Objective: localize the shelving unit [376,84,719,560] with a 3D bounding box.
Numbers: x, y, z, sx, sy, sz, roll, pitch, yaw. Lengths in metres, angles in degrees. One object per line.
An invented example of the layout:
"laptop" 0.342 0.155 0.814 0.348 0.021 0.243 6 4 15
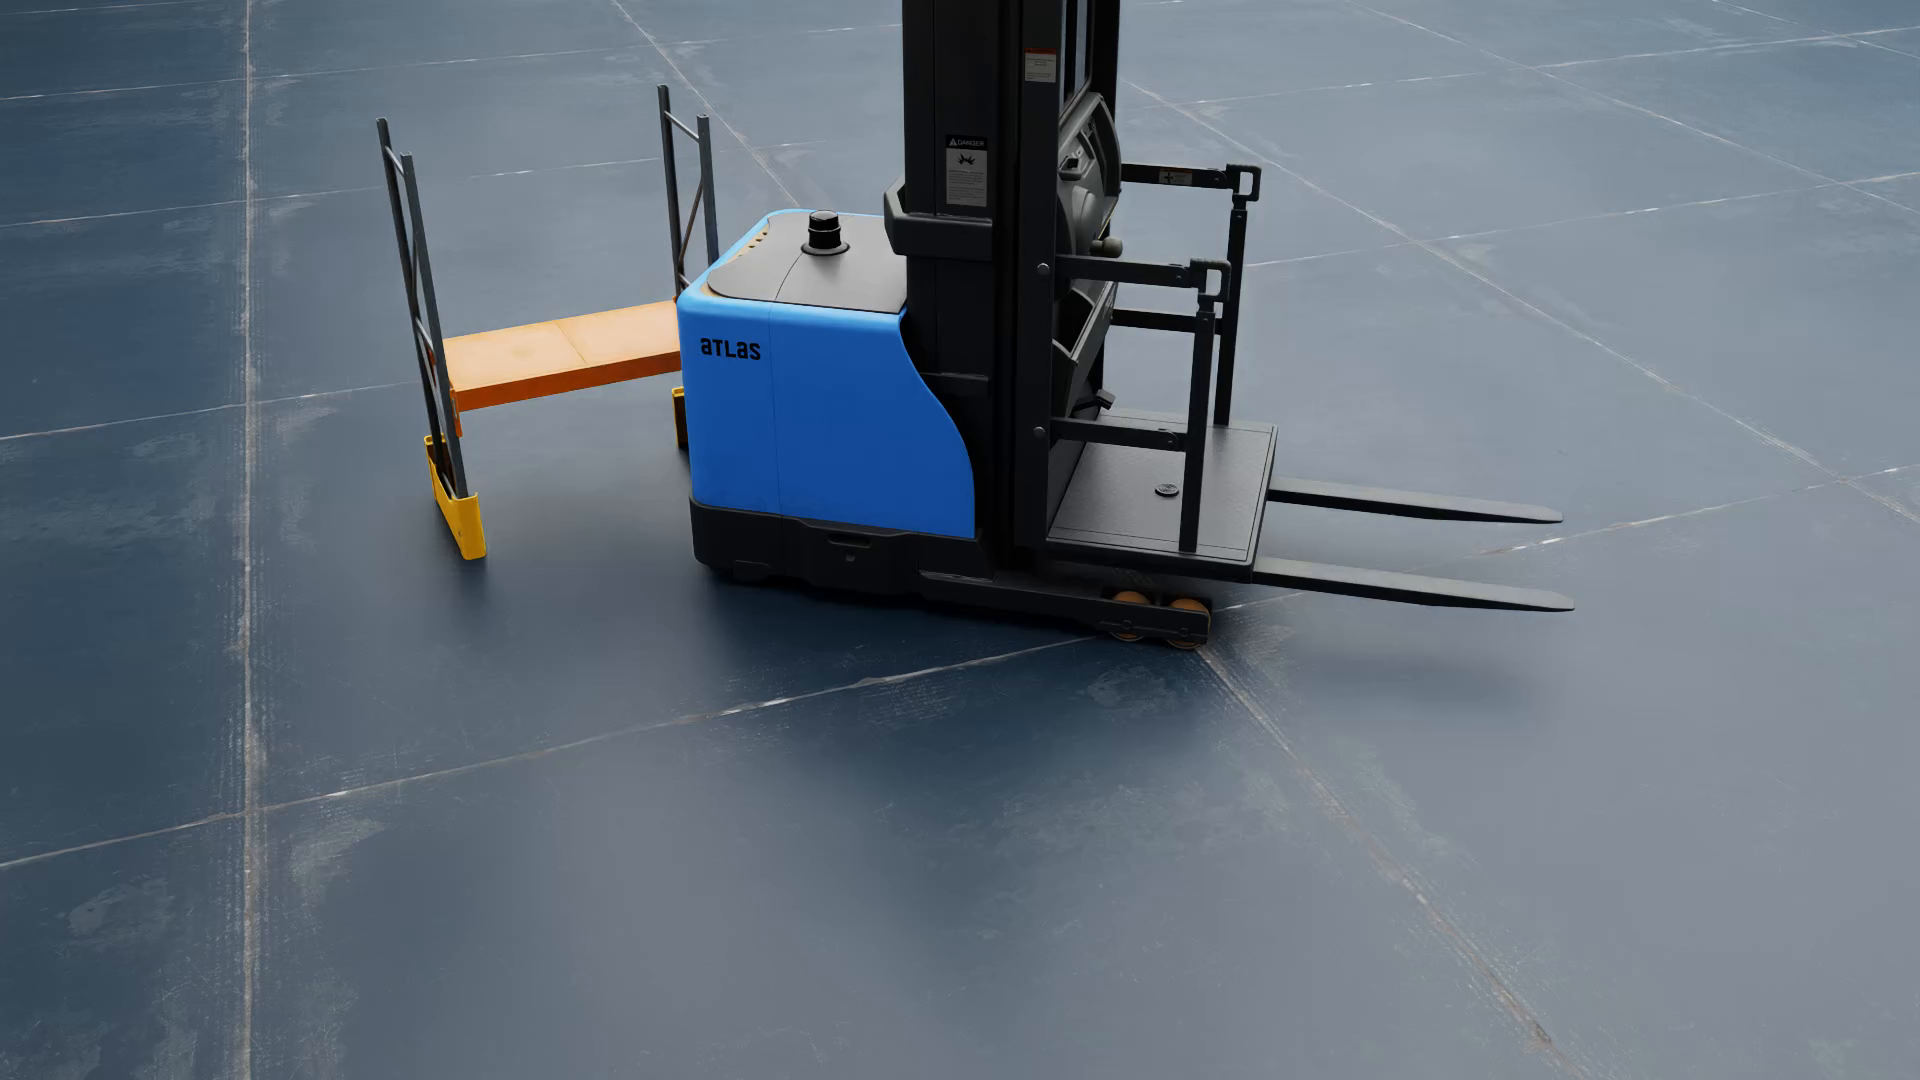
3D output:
"shelving unit" -1.467 -0.824 6.180 1.083 1.500 0.587 -14 32 -23

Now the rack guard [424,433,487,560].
"rack guard" -1.913 -0.170 6.297 0.087 0.250 0.587 -14 32 -23

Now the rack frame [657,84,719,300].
"rack frame" -1.004 -0.938 6.381 0.032 1.500 0.500 -14 32 -23

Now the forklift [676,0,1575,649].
"forklift" 0.611 -1.197 5.391 3.031 2.935 1.130 7 30 12

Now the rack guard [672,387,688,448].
"rack guard" -1.022 -0.391 6.683 0.087 0.250 0.587 -14 32 -23

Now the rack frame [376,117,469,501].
"rack frame" -1.914 -0.713 5.987 0.032 1.500 0.500 -14 32 -23

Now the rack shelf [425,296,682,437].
"rack shelf" -1.459 -0.669 6.273 1.000 0.185 0.538 -14 32 -23
